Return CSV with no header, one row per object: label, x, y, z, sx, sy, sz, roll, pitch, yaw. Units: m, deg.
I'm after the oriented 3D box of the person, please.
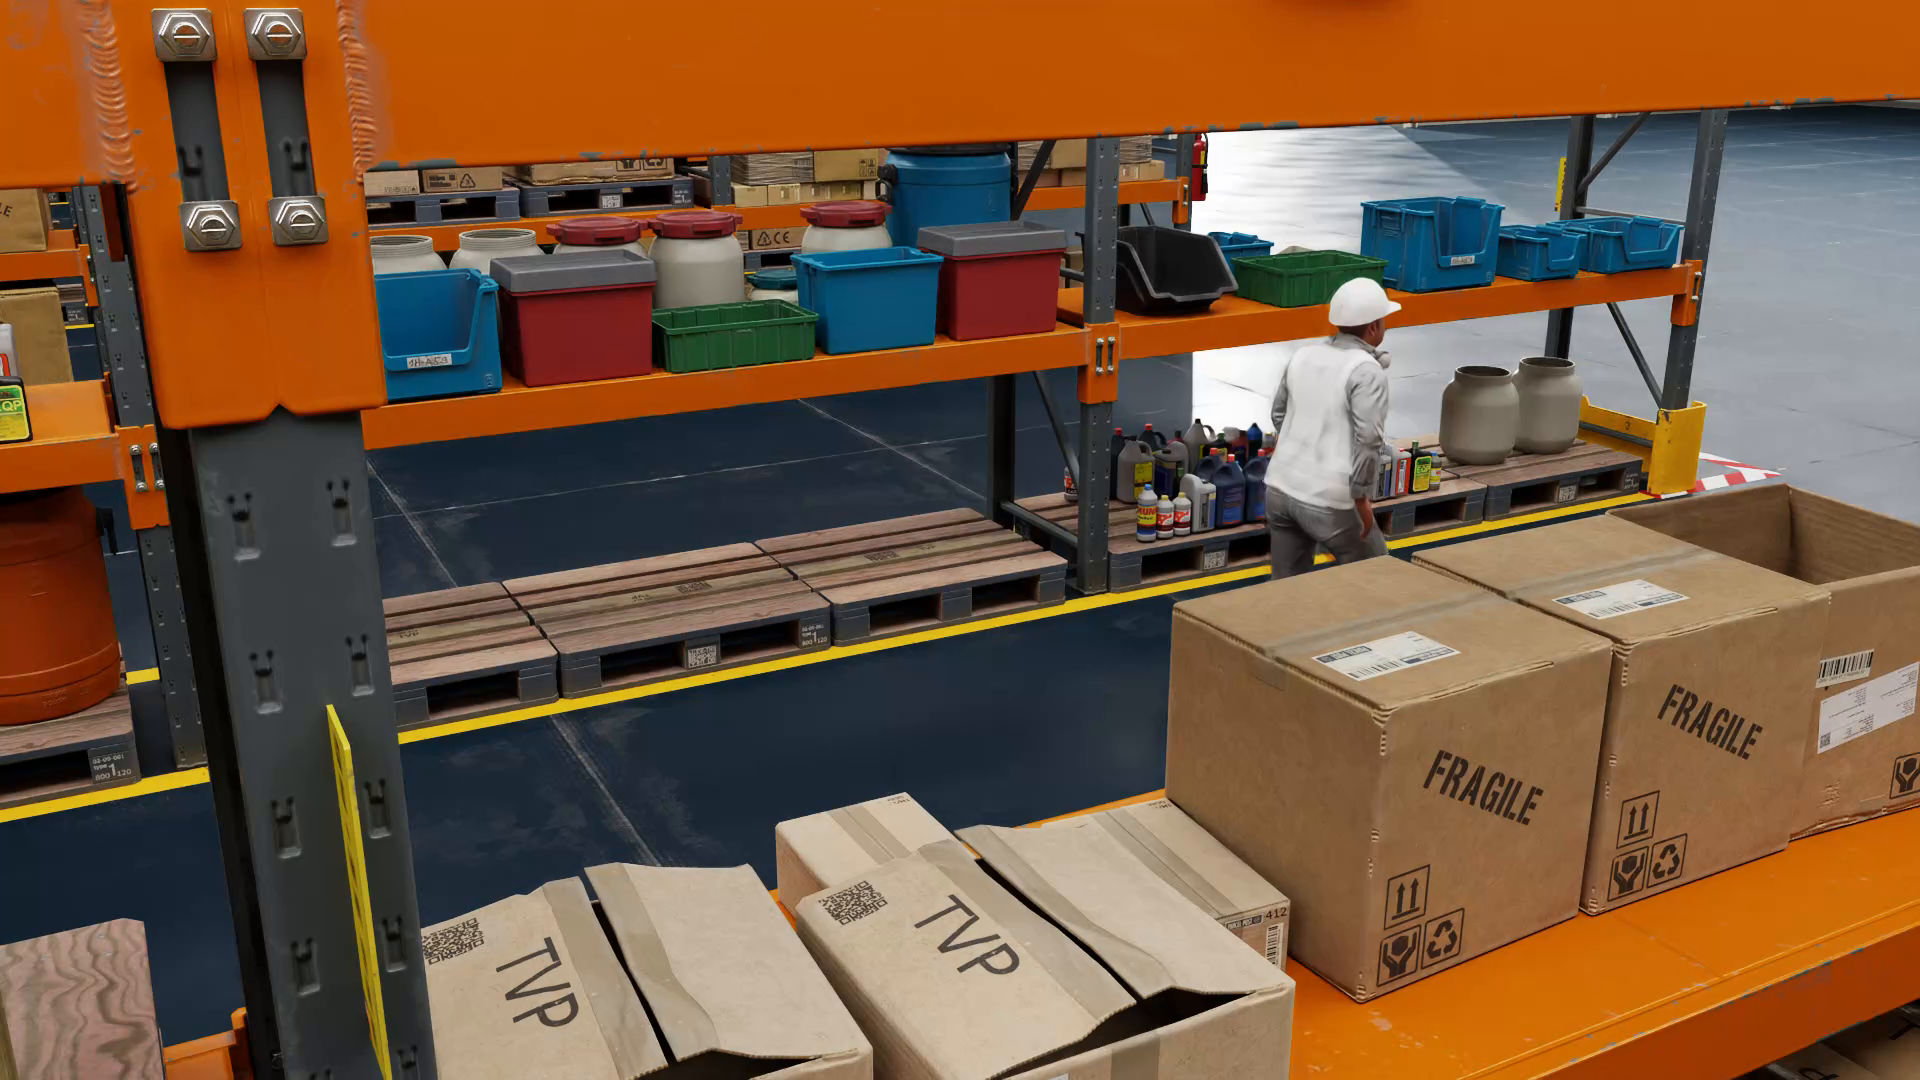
person,1.456,-0.187,6.688,0.634,1.703,0.684,-12,22,-31
